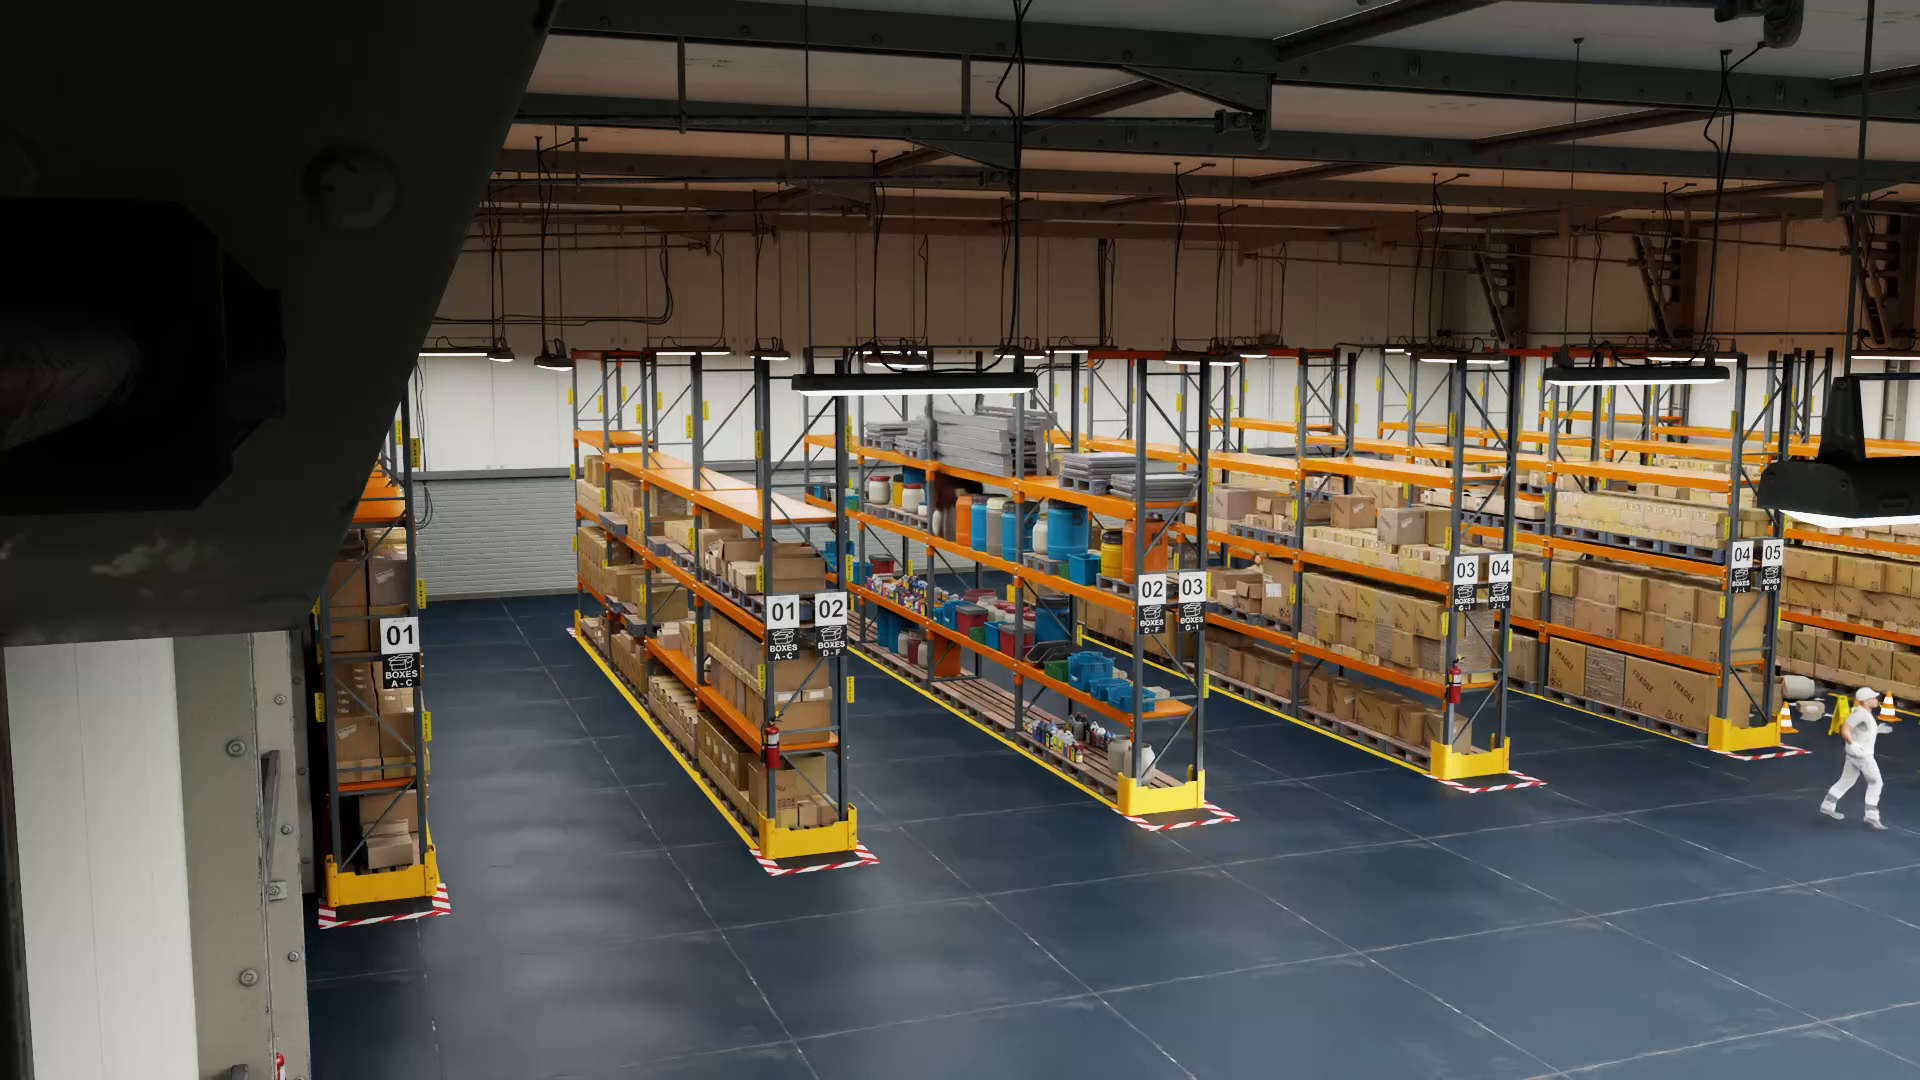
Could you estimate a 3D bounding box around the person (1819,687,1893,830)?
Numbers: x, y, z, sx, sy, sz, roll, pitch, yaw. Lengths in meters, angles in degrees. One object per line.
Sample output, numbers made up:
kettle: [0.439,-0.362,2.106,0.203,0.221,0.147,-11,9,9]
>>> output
person: [11.554,2.796,21.426,0.801,1.850,0.619,2,7,17]

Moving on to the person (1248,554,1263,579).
person: [6.400,1.101,35.652,0.586,1.632,0.529,-2,7,-18]
